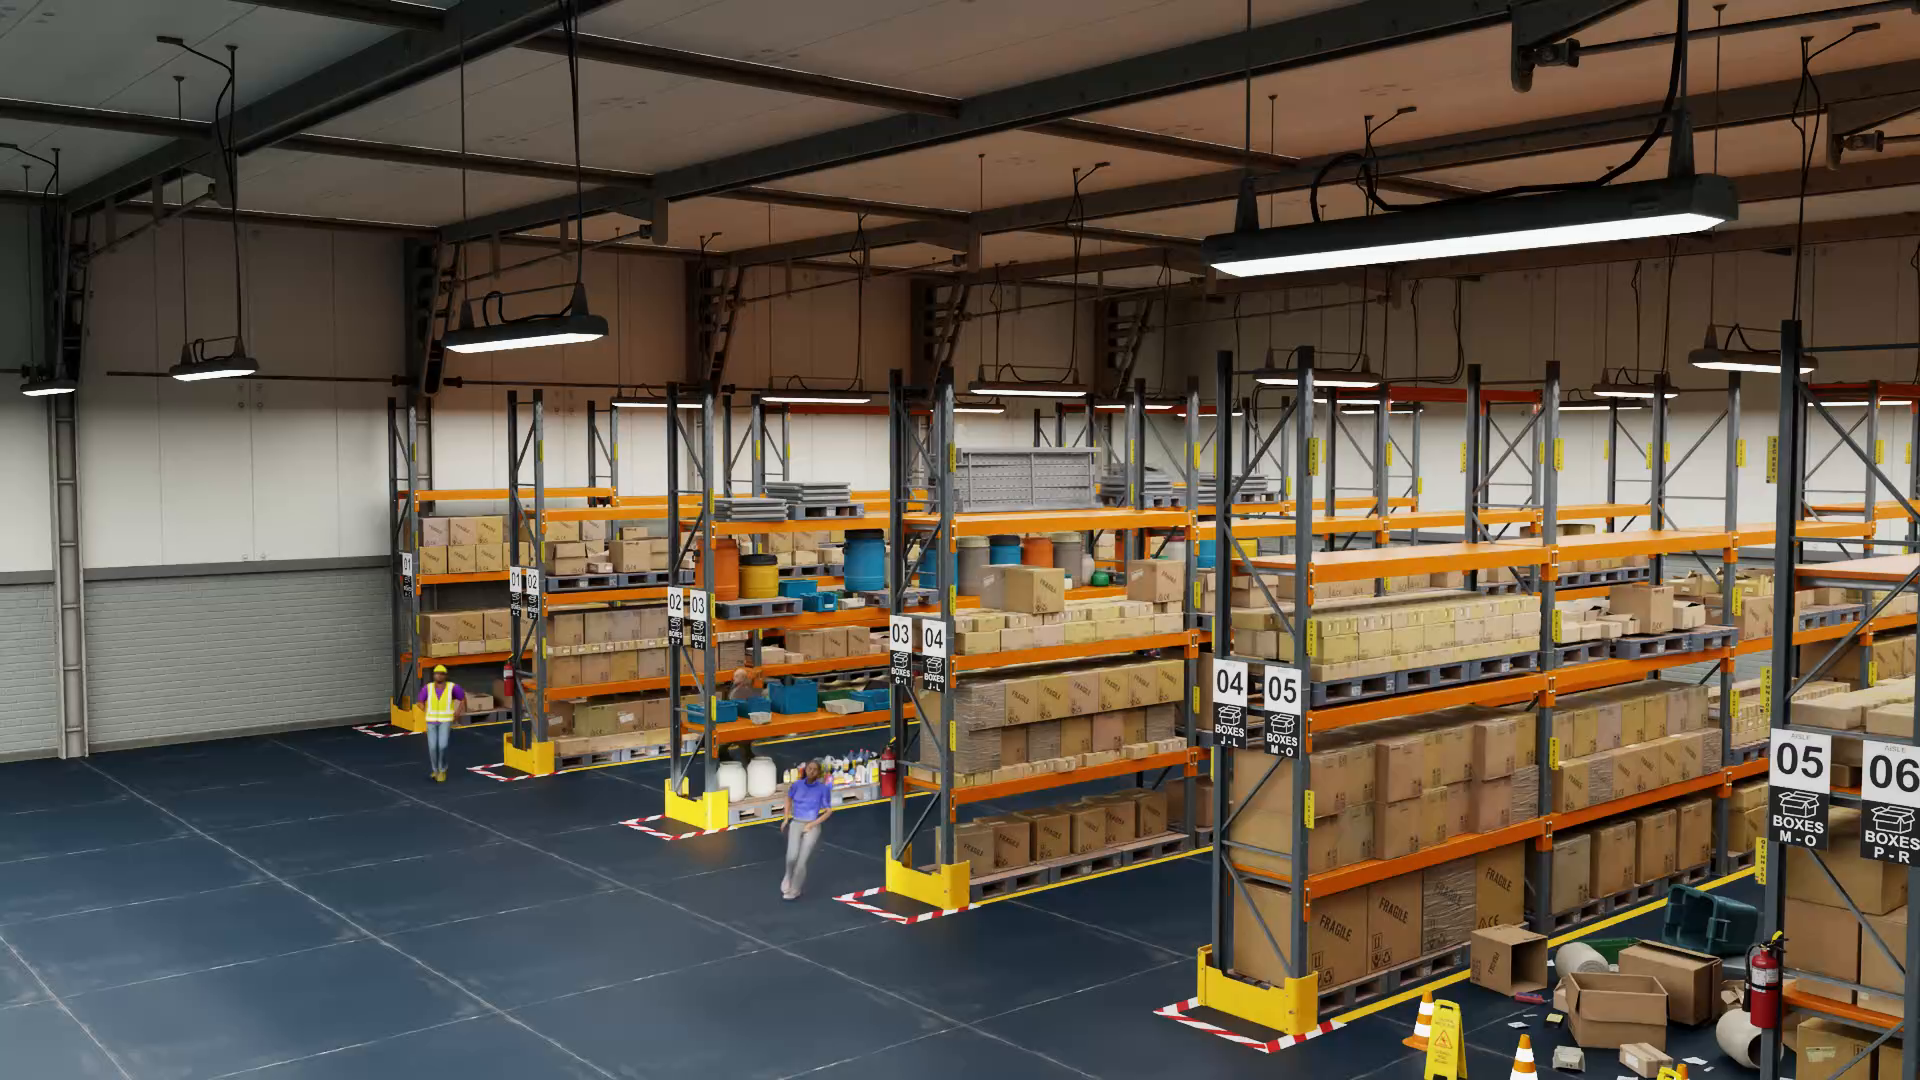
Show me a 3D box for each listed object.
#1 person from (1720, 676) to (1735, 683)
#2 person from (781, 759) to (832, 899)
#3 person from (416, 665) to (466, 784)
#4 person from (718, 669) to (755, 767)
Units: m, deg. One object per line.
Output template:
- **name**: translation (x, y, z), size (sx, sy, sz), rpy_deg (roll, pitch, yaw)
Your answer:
- **person**: translation (11.356, 2.846, 24.542), size (1.041, 1.789, 0.717), rpy_deg (-3, 4, -39)
- **person**: translation (-1.749, 3.271, 18.721), size (0.597, 1.584, 0.557), rpy_deg (0, 3, 7)
- **person**: translation (-7.947, 2.806, 25.383), size (0.705, 1.795, 0.627), rpy_deg (0, 3, -3)
- **person**: translation (-3.310, 2.835, 24.822), size (0.670, 1.834, 0.809), rpy_deg (3, 4, 41)
